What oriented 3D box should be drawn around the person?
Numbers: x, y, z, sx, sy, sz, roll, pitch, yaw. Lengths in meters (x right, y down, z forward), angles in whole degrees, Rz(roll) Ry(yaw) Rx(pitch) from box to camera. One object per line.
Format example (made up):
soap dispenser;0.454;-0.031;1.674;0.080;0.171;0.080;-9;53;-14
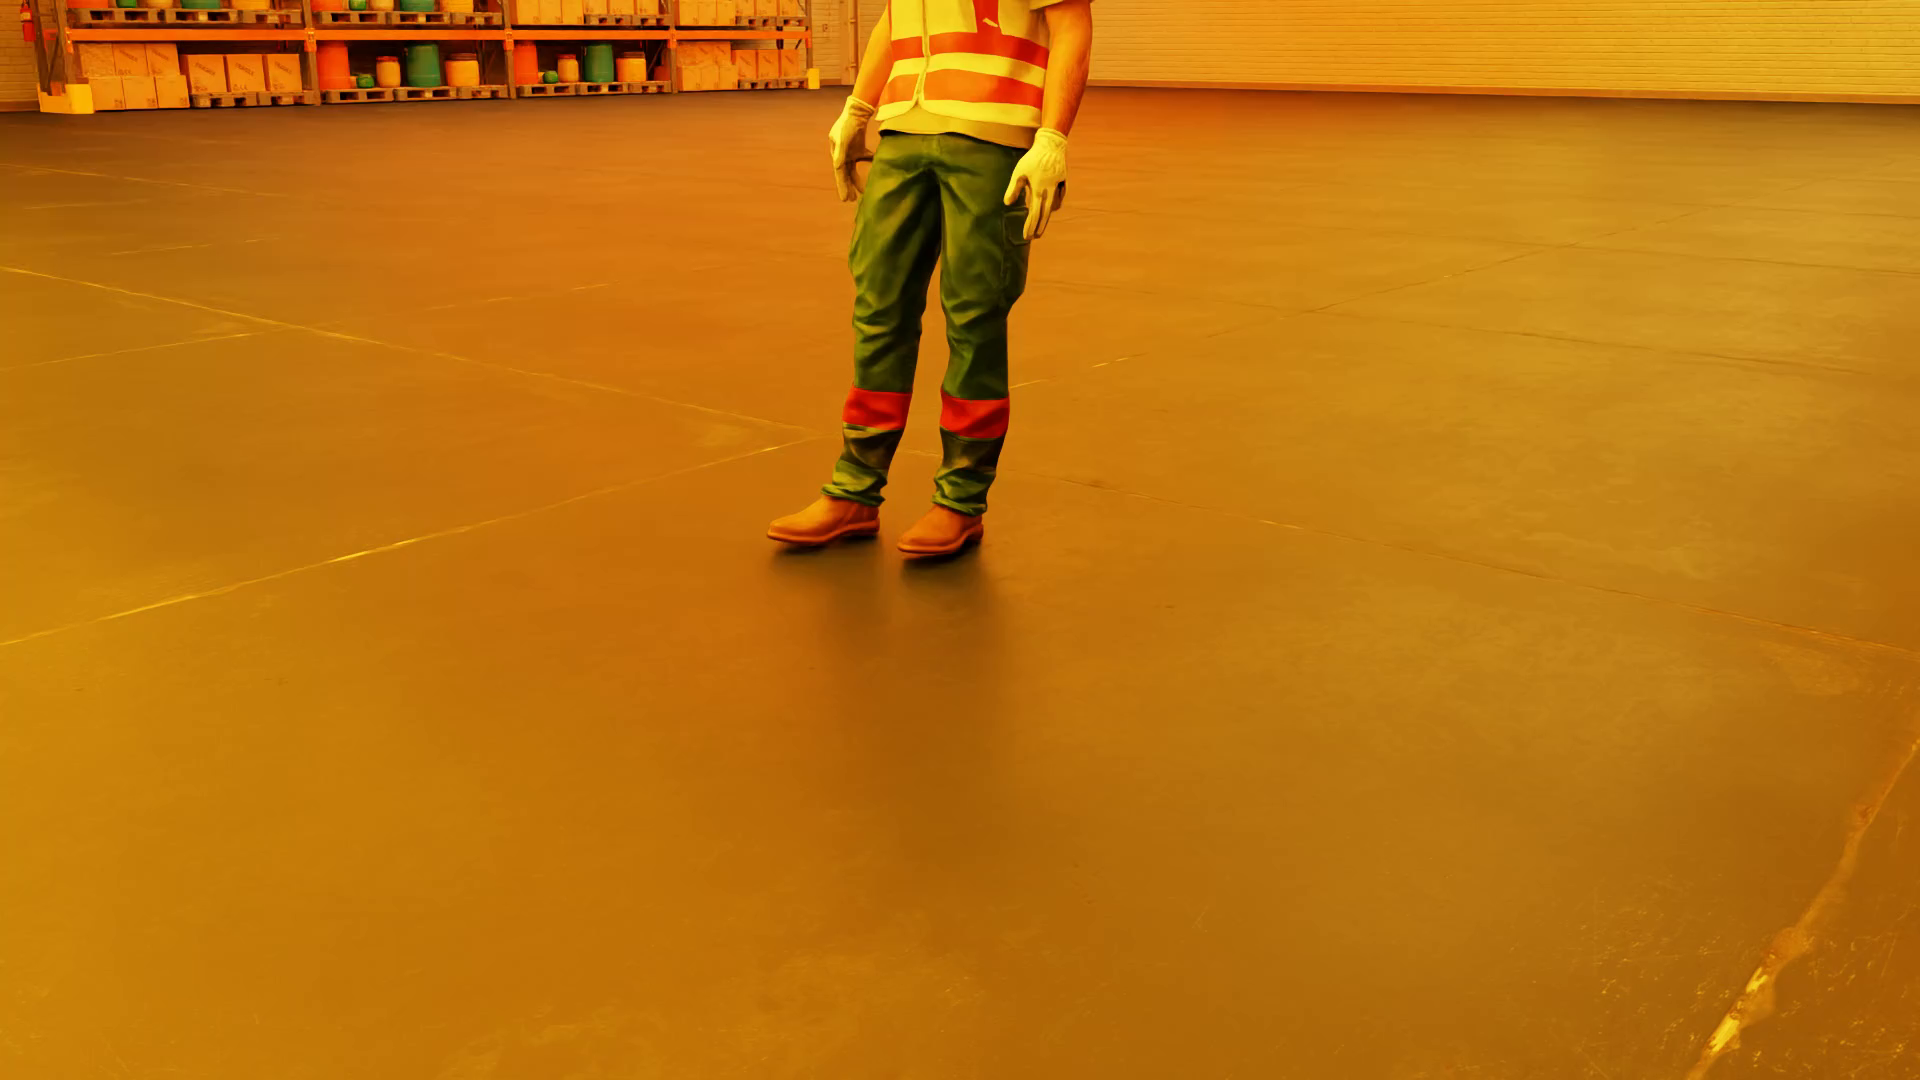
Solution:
person;-0.061;-0.848;3.629;0.637;1.787;0.564;13;21;37
